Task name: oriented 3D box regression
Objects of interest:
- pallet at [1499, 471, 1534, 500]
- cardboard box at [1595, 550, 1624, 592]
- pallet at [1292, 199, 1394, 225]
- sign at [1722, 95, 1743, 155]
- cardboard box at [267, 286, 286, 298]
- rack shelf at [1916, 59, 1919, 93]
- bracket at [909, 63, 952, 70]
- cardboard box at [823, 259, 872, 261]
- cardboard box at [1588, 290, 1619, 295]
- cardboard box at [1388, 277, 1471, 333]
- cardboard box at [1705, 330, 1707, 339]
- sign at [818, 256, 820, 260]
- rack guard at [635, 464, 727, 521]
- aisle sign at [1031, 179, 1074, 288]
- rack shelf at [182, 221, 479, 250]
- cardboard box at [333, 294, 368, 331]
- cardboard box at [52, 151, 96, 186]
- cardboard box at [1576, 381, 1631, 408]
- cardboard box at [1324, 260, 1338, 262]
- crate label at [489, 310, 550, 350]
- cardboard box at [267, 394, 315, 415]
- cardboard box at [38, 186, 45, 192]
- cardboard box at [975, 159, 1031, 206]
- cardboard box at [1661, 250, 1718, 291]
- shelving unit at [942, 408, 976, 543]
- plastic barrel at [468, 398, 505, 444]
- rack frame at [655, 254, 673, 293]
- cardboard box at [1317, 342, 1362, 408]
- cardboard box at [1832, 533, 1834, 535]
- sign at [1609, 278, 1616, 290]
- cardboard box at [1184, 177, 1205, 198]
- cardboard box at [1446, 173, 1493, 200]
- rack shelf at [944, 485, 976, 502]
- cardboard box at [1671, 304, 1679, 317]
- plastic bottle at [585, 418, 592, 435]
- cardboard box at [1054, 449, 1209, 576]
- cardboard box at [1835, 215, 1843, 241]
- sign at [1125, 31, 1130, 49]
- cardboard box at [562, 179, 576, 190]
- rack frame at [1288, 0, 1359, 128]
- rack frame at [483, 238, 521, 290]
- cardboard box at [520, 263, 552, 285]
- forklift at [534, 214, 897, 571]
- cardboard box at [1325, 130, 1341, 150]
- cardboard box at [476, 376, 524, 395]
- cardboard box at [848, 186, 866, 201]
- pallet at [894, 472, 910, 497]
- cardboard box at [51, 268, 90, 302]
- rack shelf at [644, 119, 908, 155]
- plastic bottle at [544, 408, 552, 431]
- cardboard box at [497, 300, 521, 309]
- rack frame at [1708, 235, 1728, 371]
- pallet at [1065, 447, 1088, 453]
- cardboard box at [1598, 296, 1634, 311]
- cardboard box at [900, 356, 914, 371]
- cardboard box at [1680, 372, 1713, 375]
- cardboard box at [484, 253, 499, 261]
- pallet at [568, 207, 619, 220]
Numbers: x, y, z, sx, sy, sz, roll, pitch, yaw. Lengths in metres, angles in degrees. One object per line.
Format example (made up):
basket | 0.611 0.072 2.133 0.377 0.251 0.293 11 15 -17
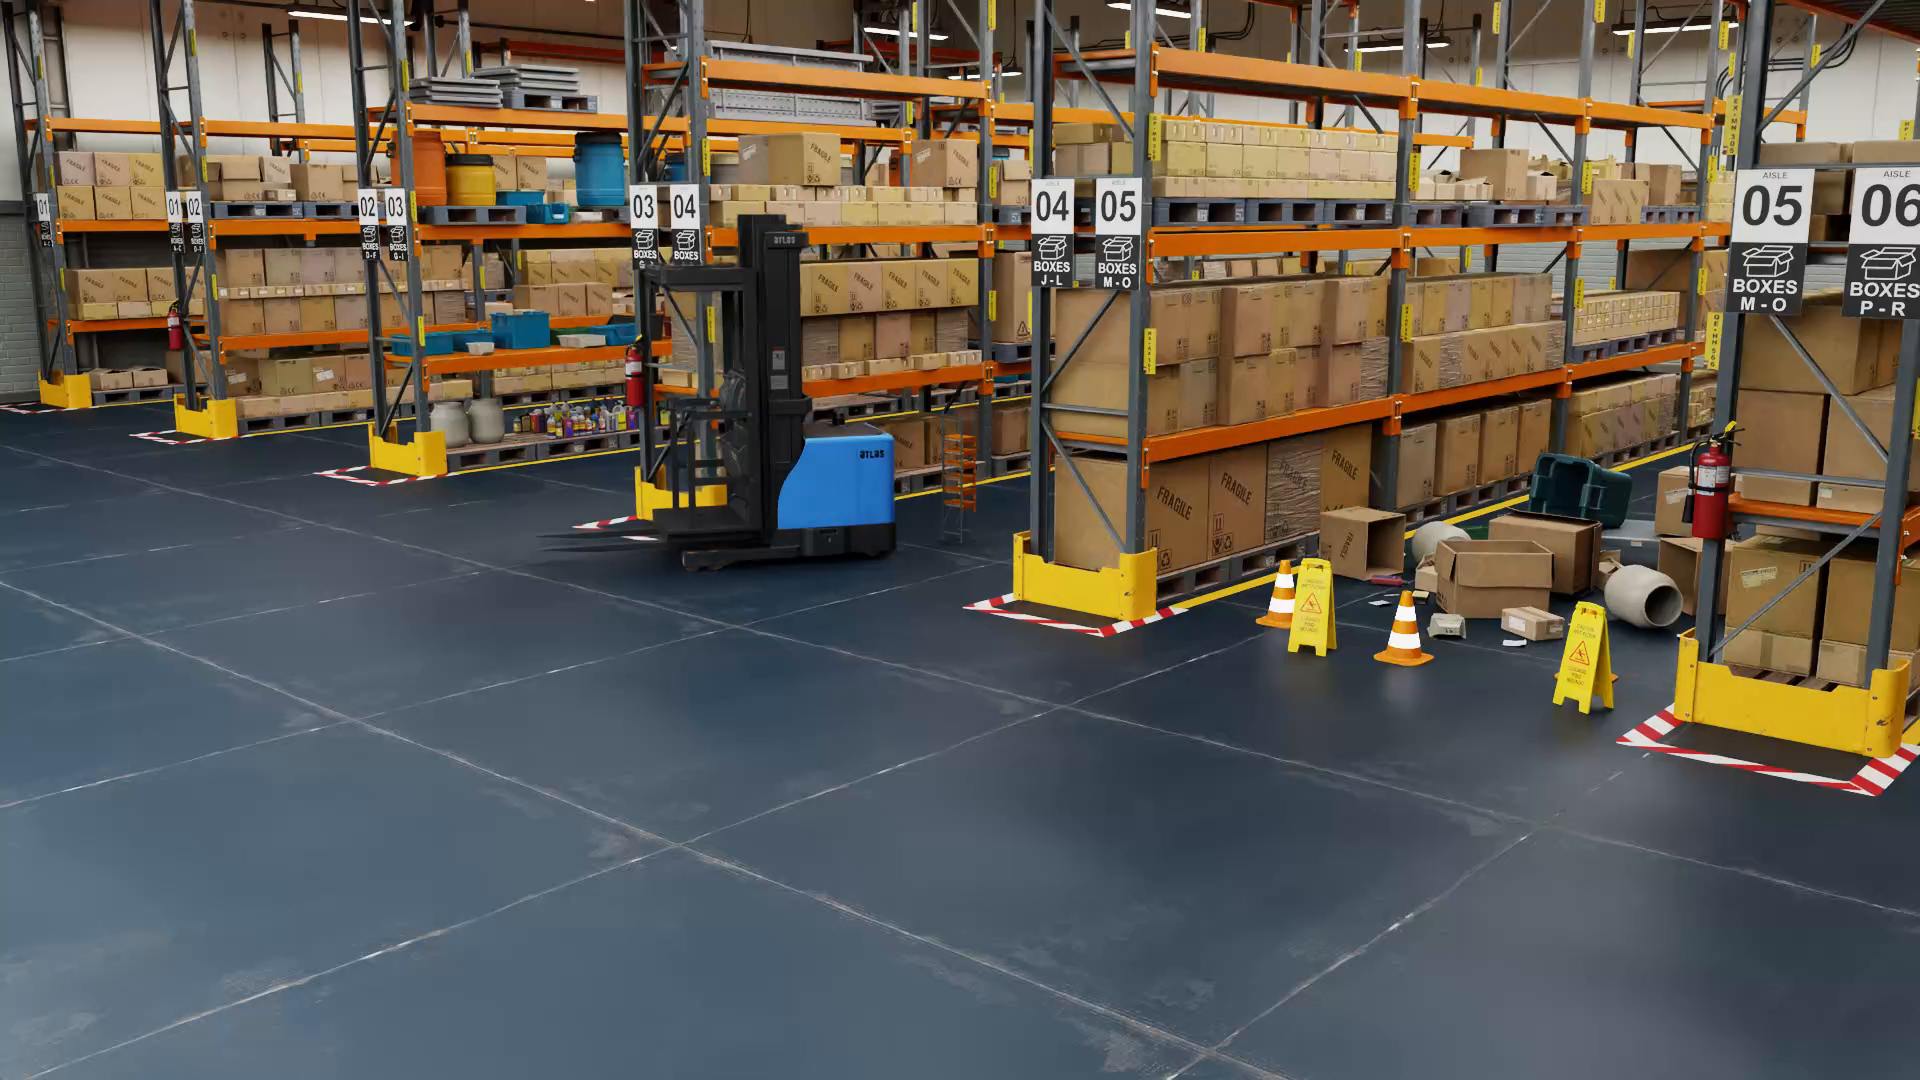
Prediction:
pallet | 5.661 -0.675 18.092 1.003 0.211 1.213 10 15 40
cardboard box | 5.233 0.248 13.331 0.258 0.266 0.396 0 11 1
pallet | 3.050 -2.869 14.523 1.003 0.211 1.213 10 15 40
sign | 4.339 -2.327 9.321 0.100 0.325 0.005 10 15 40
cardboard box | -9.382 -3.382 22.614 0.380 0.149 0.250 10 15 41
rack shelf | 8.703 -3.623 13.270 1.077 0.370 4.000 10 15 40
bracket | -0.454 -11.396 40.143 0.076 0.066 3.189 10 15 40
cardboard box | -1.208 -2.721 17.648 0.500 0.500 0.500 10 15 40
cardboard box | 8.094 -3.072 21.021 0.380 0.149 0.250 10 15 42
cardboard box | 4.593 -2.324 16.418 0.700 0.500 0.500 10 15 41
cardboard box | 9.563 -2.707 21.787 0.380 0.149 0.250 9 14 38
sign | -2.632 -5.168 31.259 0.100 0.325 0.005 10 15 40
rack guard | -2.651 -0.413 16.044 1.175 0.500 0.348 10 15 40
aisle sign | 0.685 -2.275 12.345 0.394 0.787 0.004 10 15 40
rack shelf | -8.820 -4.322 23.408 1.077 0.370 4.000 10 15 40
cardboard box | -8.803 -3.254 23.626 0.700 0.500 0.500 10 15 42
cardboard box | -13.427 -5.595 25.085 0.500 0.500 0.500 8 14 36
cardboard box | 7.547 -1.713 19.562 0.500 0.250 0.500 10 15 41
cardboard box | 5.656 -4.009 25.373 0.500 0.500 0.500 10 15 41
crate label | -5.410 -2.592 20.476 0.502 0.435 0.616 10 15 40
cardboard box | -9.292 -1.891 23.008 0.500 0.250 0.500 10 15 40
cardboard box | -13.779 -5.173 25.528 0.500 0.500 0.500 -11 16 -43
cardboard box | 0.324 -4.000 18.626 0.797 0.503 0.637 9 14 38
cardboard box | 9.360 -3.458 21.335 0.500 0.500 0.500 10 15 42
shelving unit | -0.010 -0.586 15.122 0.258 1.200 0.189 10 15 40
plastic barrel | -5.714 -1.435 20.055 0.421 0.512 0.421 0 11 0
rack frame | -4.859 -4.086 28.051 1.000 3.000 0.127 10 15 40
cardboard box | 3.017 -1.494 14.690 0.875 0.550 0.550 10 15 40
cardboard box | 5.436 -0.141 10.675 0.380 0.149 0.250 10 15 41
sign | 8.466 -3.231 21.558 0.100 0.325 0.005 10 15 40
cardboard box | 1.592 -2.621 12.371 0.380 0.149 0.250 10 15 41
cardboard box | 4.992 -3.468 16.314 0.396 0.266 0.258 10 15 40
rack shelf | -0.010 -0.425 15.154 0.258 0.103 0.180 10 15 40
cardboard box | 8.765 -2.882 20.831 0.380 0.149 0.250 10 15 42
plastic bottle | -4.633 -1.418 20.713 0.097 0.201 0.097 0 11 0
cardboard box | 1.356 -0.244 13.167 0.875 0.875 0.875 10 15 41
cardboard box | 4.908 -1.824 9.707 0.380 0.149 0.250 10 15 41
sign | 2.160 -6.354 21.298 0.100 0.325 0.005 10 15 40
cardboard box | -7.621 -6.705 32.126 0.700 0.500 0.500 11 16 43
rack frame | 5.220 -6.335 23.995 1.000 3.000 0.127 10 15 40
rack frame | -8.583 -4.726 31.255 1.000 3.000 0.127 10 15 40
cardboard box | -8.070 -4.969 31.406 0.500 0.500 0.500 10 15 42
forklift | -2.130 -1.291 14.229 3.031 2.935 1.130 -4 12 -17
cardboard box | 2.928 -3.310 13.783 0.380 0.149 0.250 10 15 41
cardboard box | -7.048 -2.383 25.470 0.500 0.250 0.500 9 15 39
cardboard box | -1.169 -3.501 16.829 0.380 0.149 0.250 9 14 38
pallet | -1.283 -0.565 17.542 1.003 0.211 1.213 10 15 40
cardboard box | -13.712 -3.950 25.786 0.500 0.500 0.500 10 15 40
rack shelf | -2.461 -5.544 22.891 1.077 0.370 4.000 10 15 40
plastic bottle | -5.260 -1.529 21.080 0.152 0.276 0.135 9 15 39
cardboard box | -7.057 -3.585 25.884 0.396 0.266 0.258 9 15 39
rack frame | 11.519 -3.326 24.244 1.000 3.000 0.127 10 15 40
pallet | 1.257 -1.144 20.440 1.003 0.211 1.213 10 15 40
cardboard box | 7.723 -2.796 19.641 0.380 0.149 0.250 9 15 40
cardboard box | -0.710 -1.888 17.687 0.380 0.149 0.250 10 15 40
cardboard box | 10.564 -2.316 23.874 0.380 0.149 0.250 10 15 40
cardboard box | -8.788 -5.255 30.865 0.380 0.149 0.250 7 14 33
pallet | -5.976 -5.188 26.392 1.003 0.211 1.213 11 16 43
